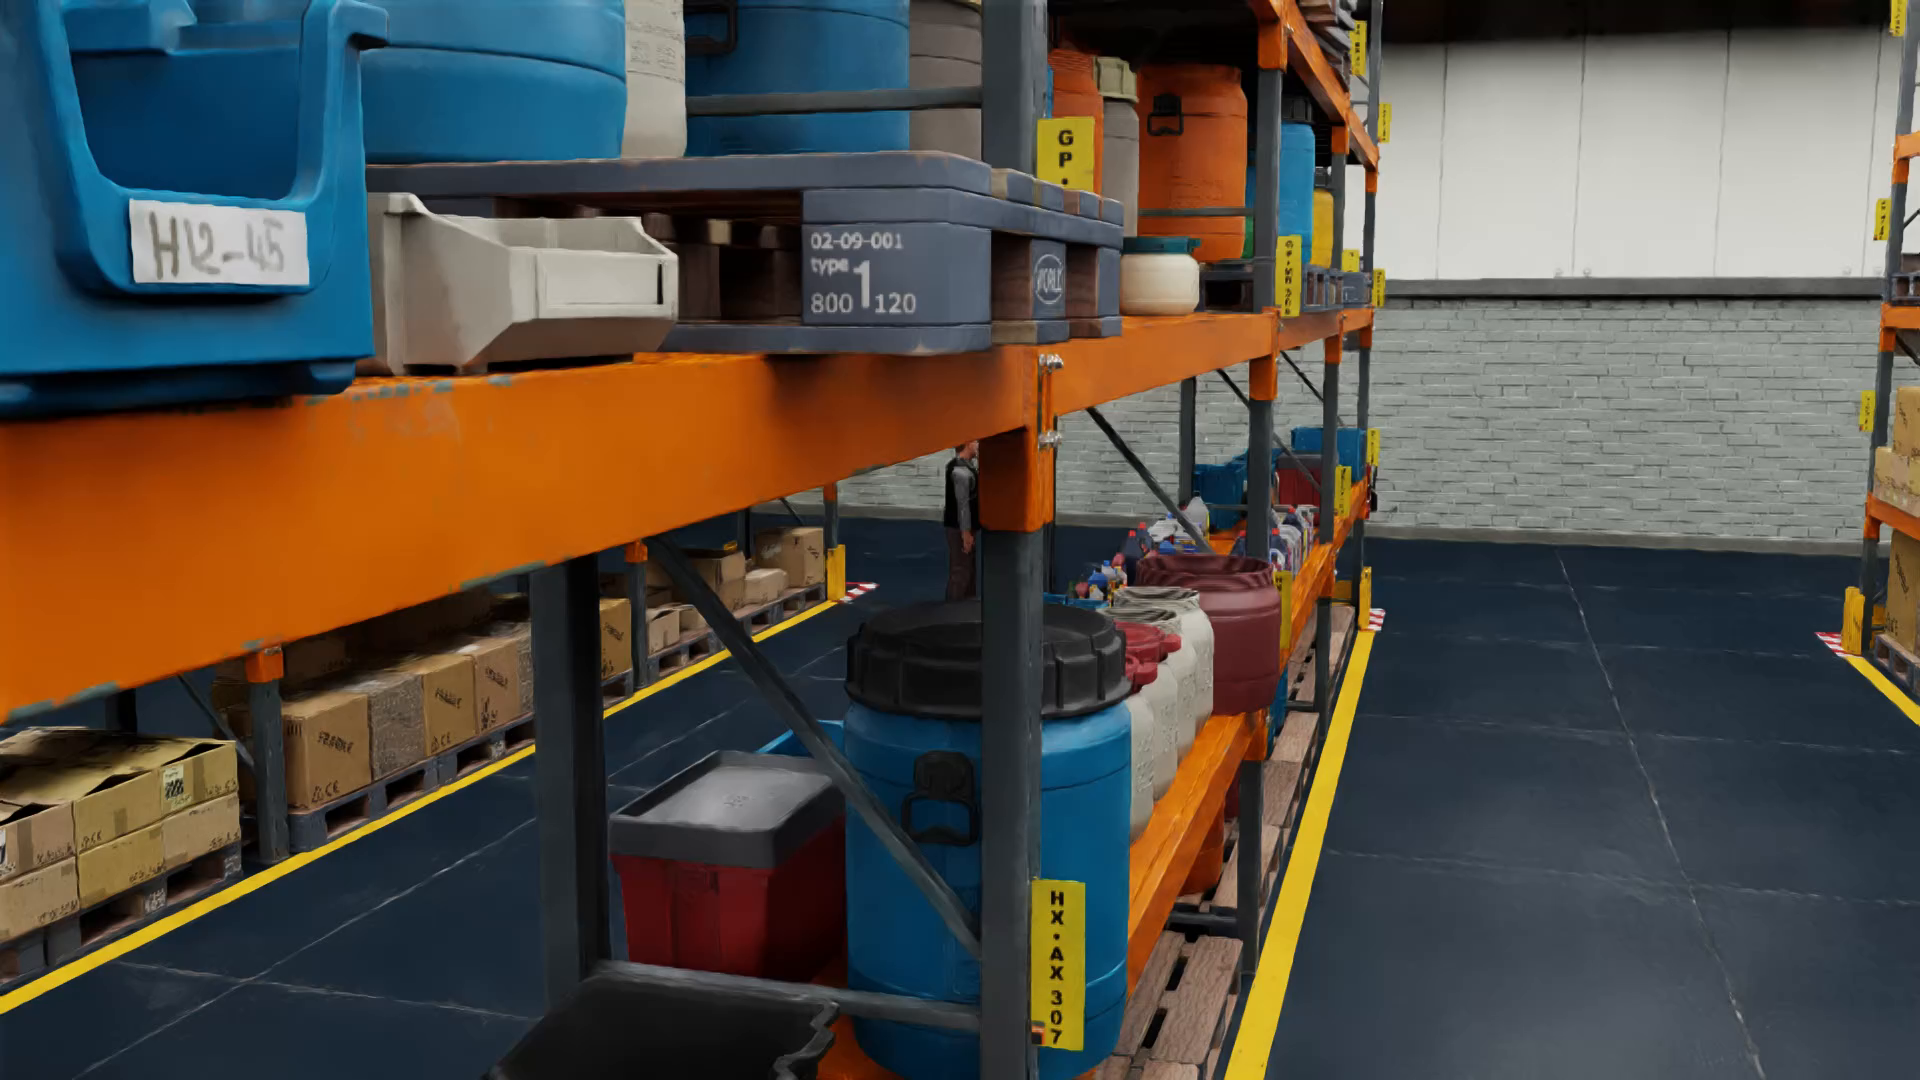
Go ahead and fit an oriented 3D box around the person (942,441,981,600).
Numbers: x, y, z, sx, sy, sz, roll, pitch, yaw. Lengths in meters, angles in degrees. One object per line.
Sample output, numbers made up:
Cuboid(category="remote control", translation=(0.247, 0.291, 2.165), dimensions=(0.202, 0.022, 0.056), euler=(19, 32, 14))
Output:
Cuboid(category="person", translation=(0.081, -0.081, 14.280), dimensions=(0.470, 1.730, 0.588), euler=(0, 8, -2))
